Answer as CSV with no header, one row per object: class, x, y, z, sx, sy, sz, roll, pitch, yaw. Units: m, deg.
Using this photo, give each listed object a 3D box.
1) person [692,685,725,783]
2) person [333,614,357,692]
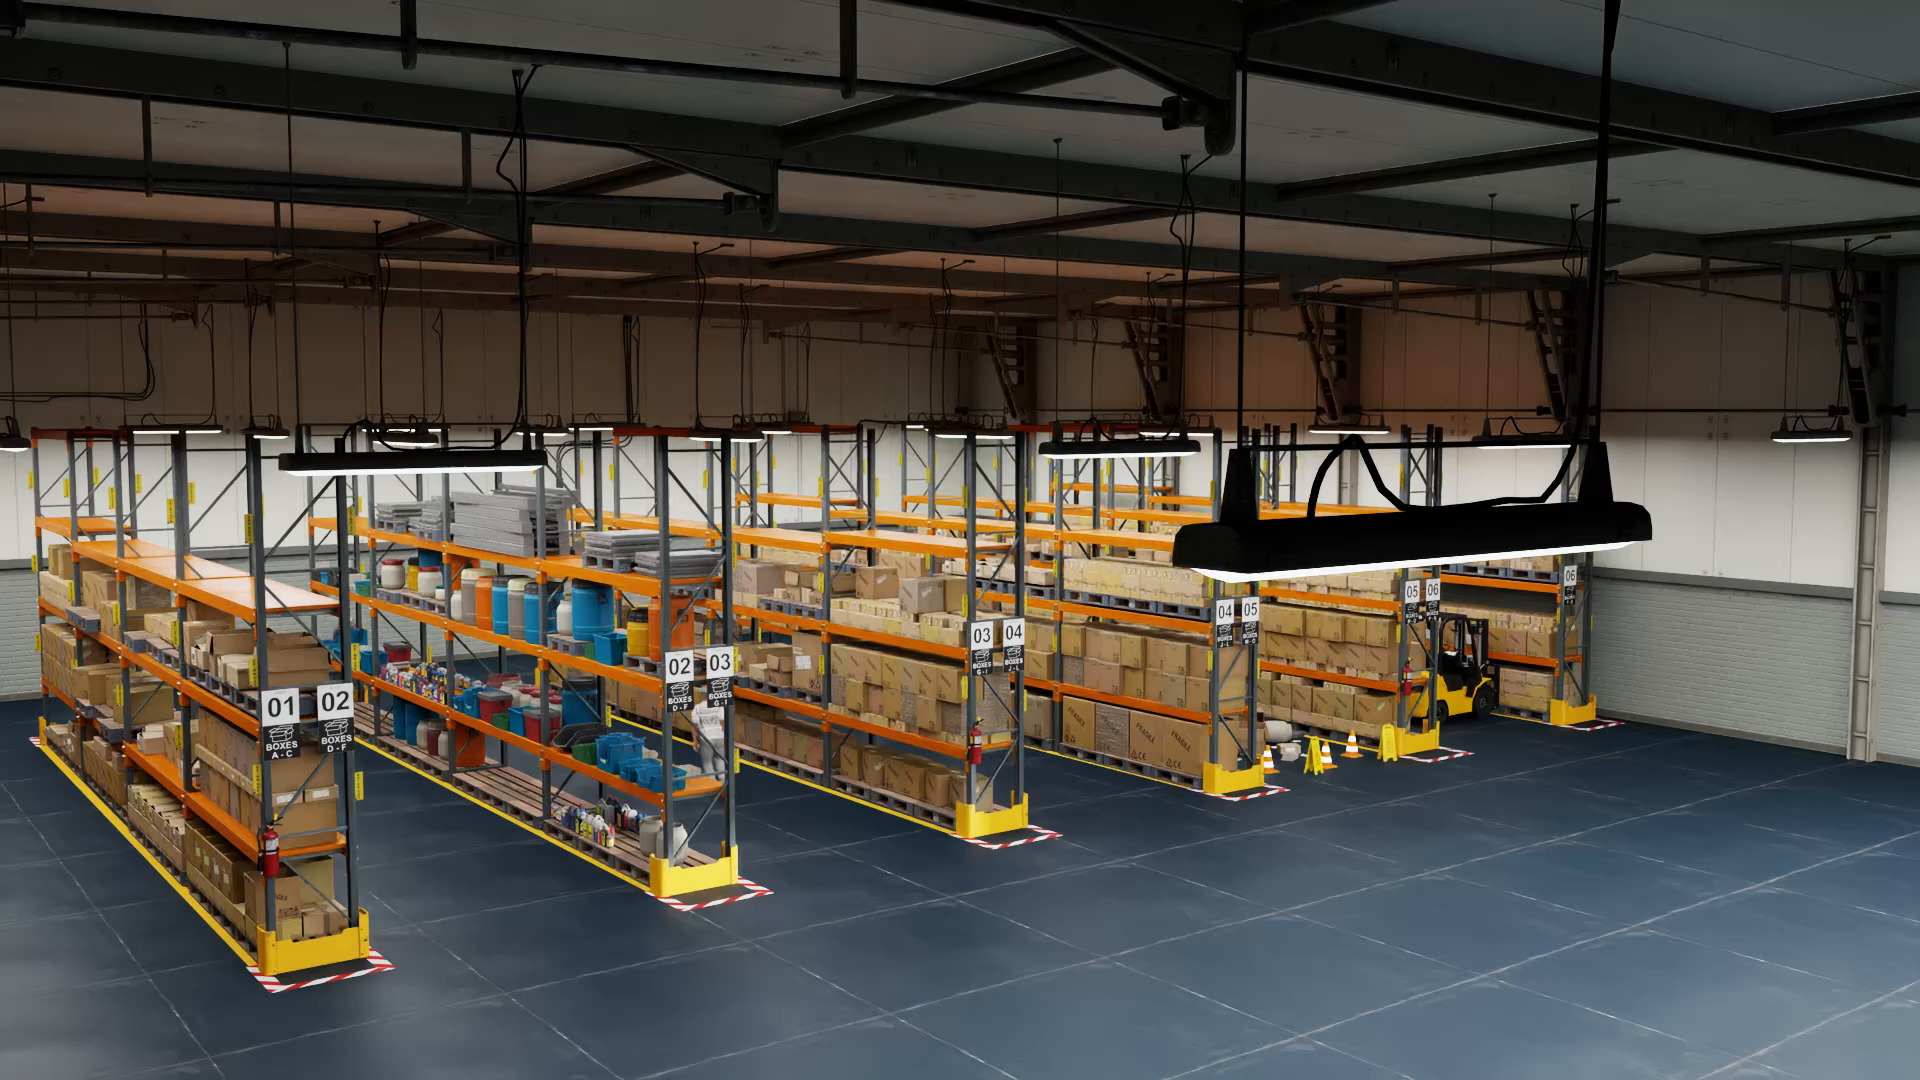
person,-4.120,3.290,27.472,0.599,1.755,0.533,-2,5,-26
person,-13.719,2.514,37.342,1.100,1.728,0.703,4,6,44
